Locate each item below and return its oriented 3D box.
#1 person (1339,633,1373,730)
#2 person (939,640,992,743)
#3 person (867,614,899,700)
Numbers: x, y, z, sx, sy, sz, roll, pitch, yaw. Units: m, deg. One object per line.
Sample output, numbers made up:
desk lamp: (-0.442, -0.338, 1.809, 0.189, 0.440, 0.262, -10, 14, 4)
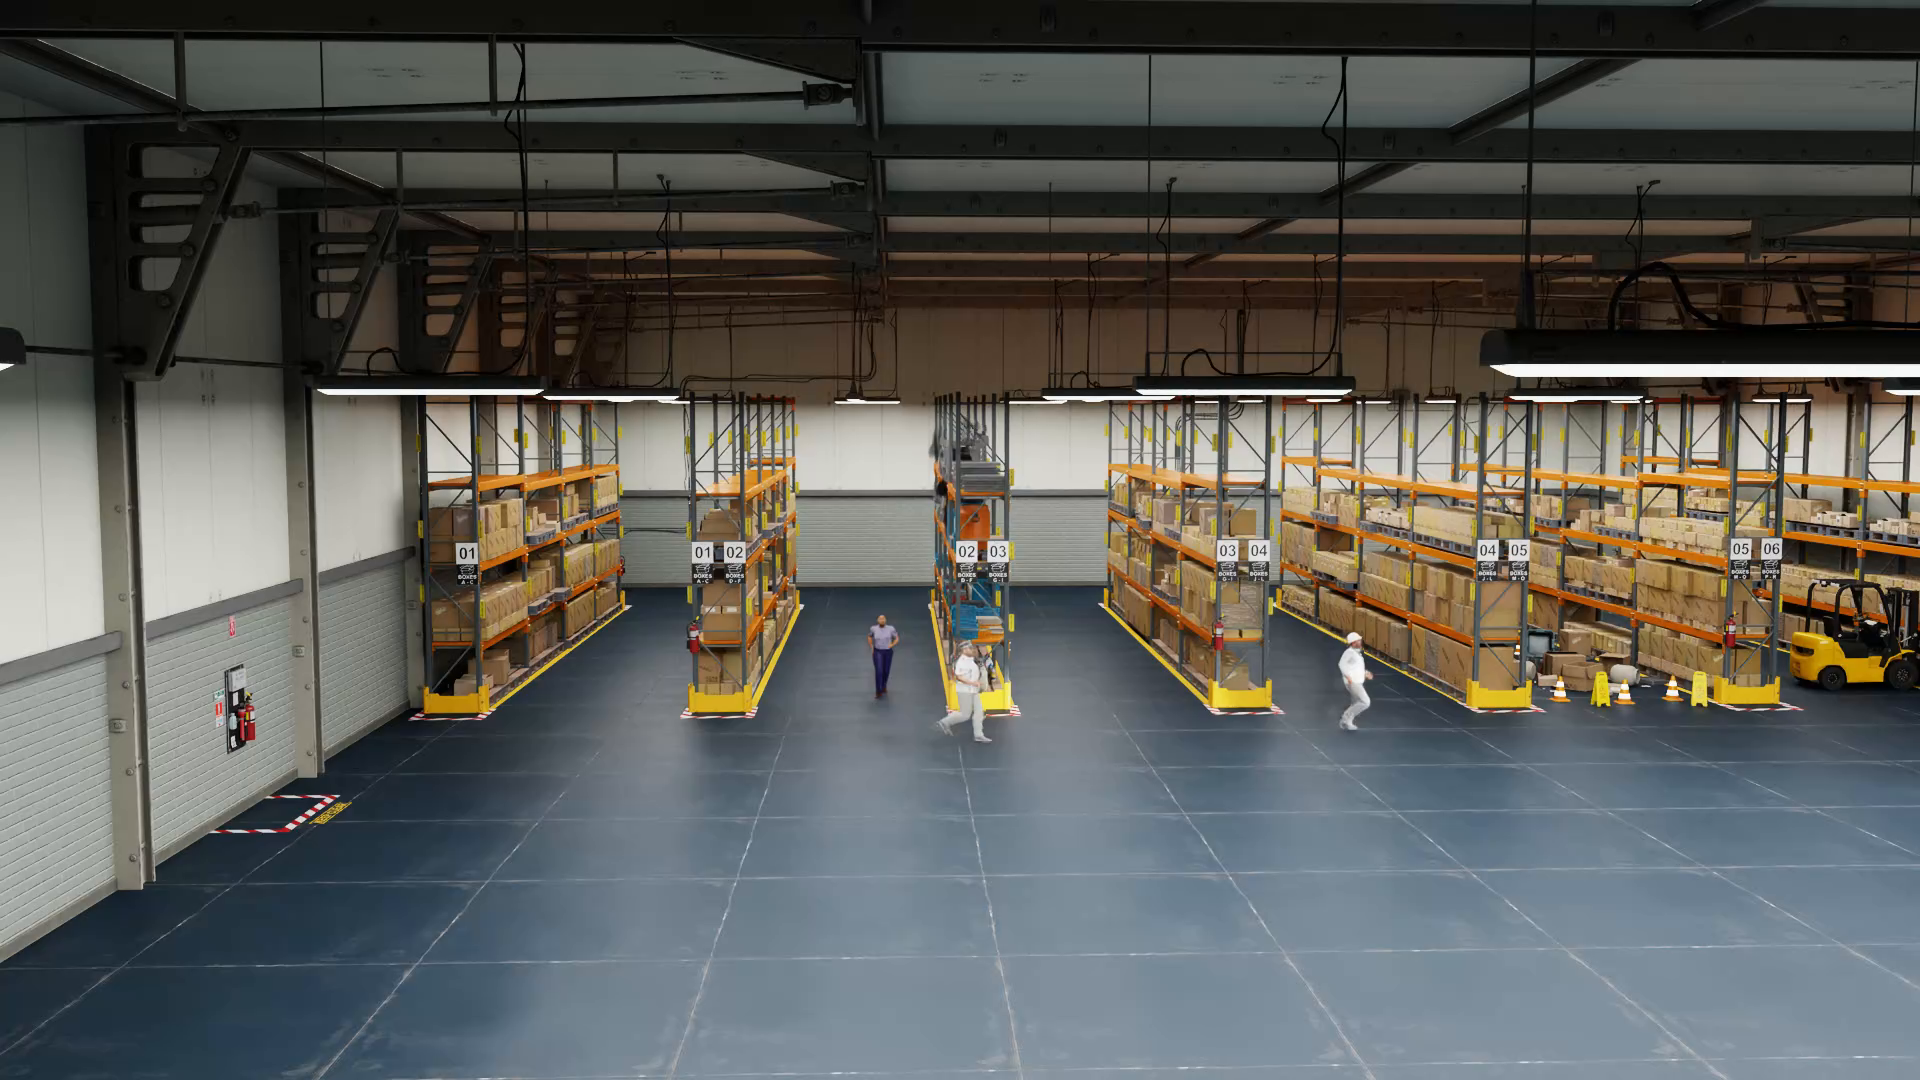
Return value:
person: (6.990, 2.502, 29.365, 0.572, 1.734, 0.661, 2, 5, 25)
person: (0.100, 2.569, 28.347, 0.919, 1.762, 0.673, 2, 5, 19)
person: (-1.518, 2.295, 32.846, 0.612, 1.715, 0.713, -1, 5, -9)
